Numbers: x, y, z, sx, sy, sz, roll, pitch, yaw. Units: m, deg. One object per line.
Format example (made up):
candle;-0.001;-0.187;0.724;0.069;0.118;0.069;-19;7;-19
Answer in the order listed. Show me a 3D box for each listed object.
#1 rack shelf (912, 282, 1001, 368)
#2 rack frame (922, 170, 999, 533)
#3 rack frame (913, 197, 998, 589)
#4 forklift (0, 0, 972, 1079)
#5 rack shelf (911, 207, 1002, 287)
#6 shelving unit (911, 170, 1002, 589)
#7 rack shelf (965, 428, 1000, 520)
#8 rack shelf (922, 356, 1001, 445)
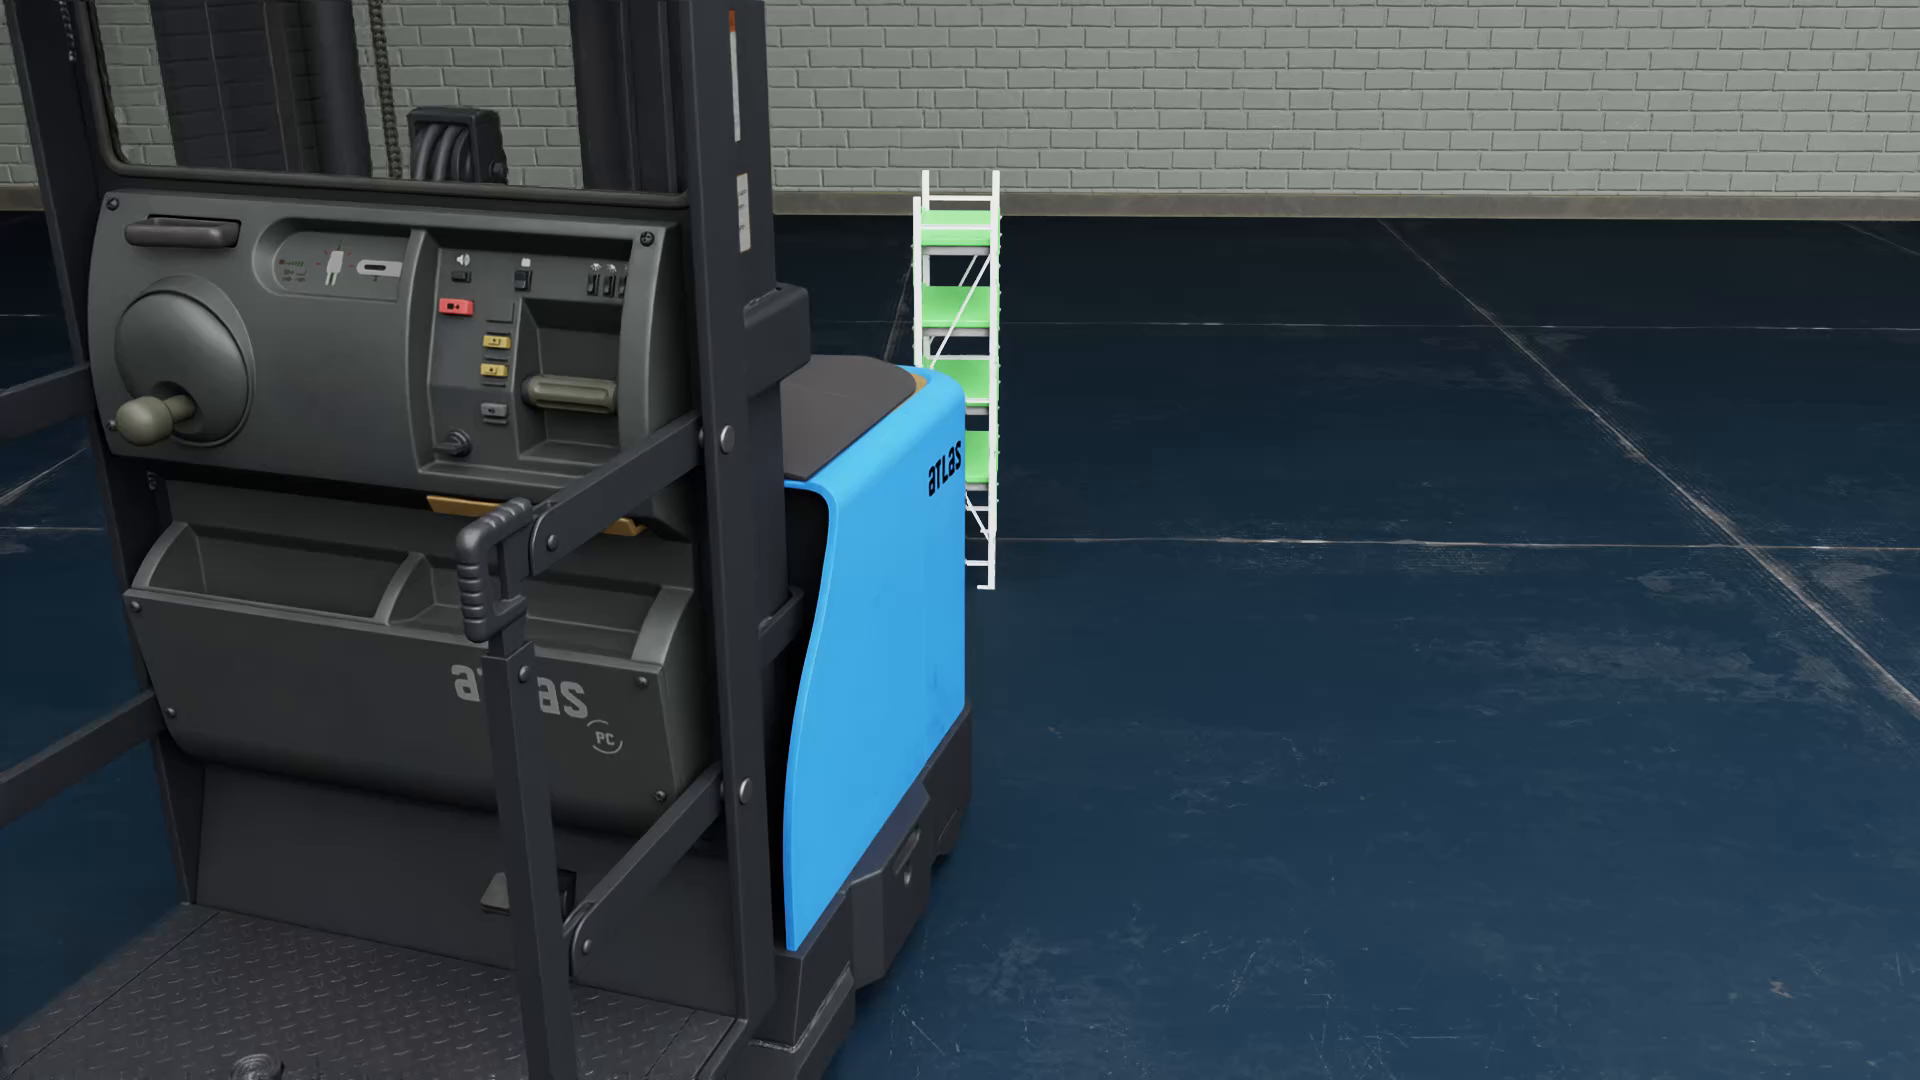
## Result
rack shelf;-0.005;-0.664;5.094;0.258;0.148;0.480;1;21;2
rack frame;0.002;-0.588;5.385;0.240;1.200;0.015;1;21;2
rack frame;-0.012;-0.411;4.930;0.240;1.200;0.015;1;21;2
forklift;-0.907;-0.270;2.173;1.130;2.935;3.031;7;22;16
rack shelf;-0.005;-0.887;5.007;0.258;0.148;0.480;1;21;2
shelving unit;-0.005;-0.500;5.158;0.258;1.200;0.503;1;21;2
rack shelf;-0.005;-0.216;5.268;0.258;0.148;0.480;1;21;2
rack shelf;-0.005;-0.440;5.181;0.258;0.148;0.480;1;21;2
